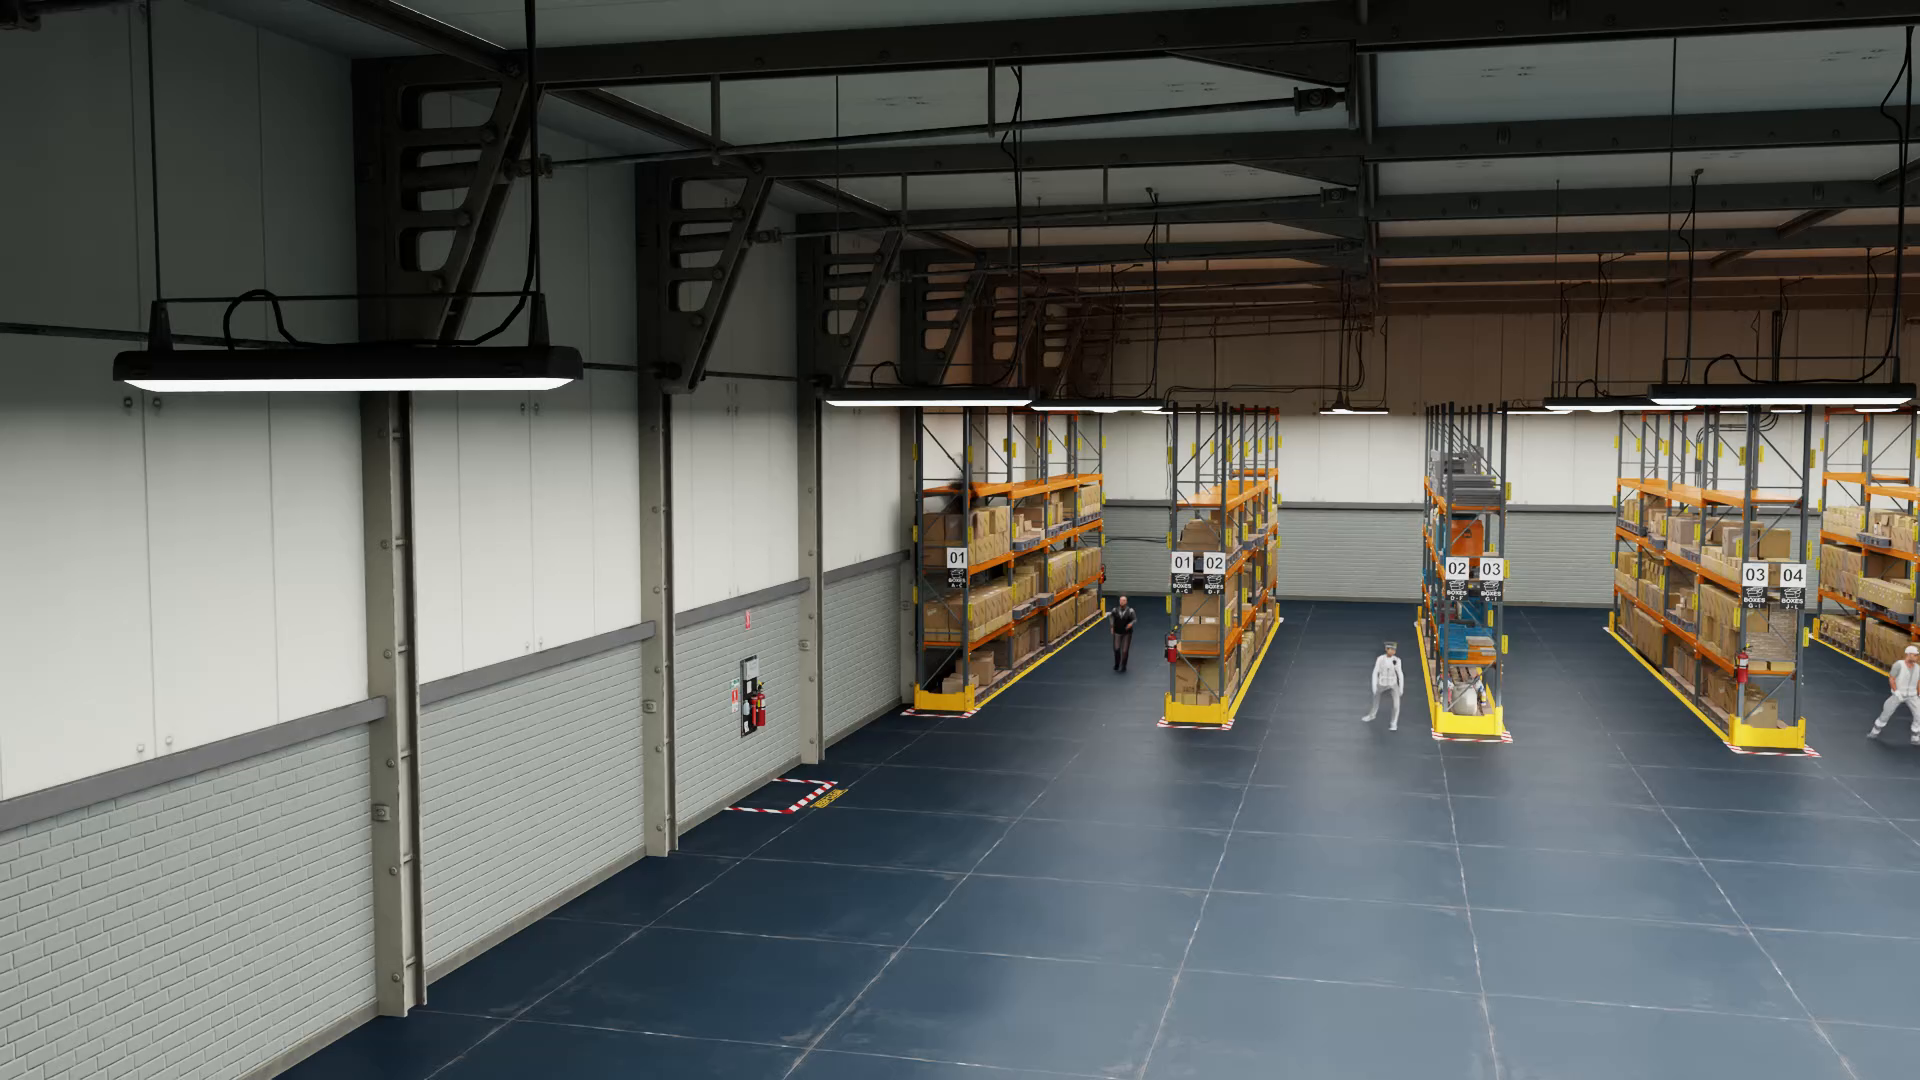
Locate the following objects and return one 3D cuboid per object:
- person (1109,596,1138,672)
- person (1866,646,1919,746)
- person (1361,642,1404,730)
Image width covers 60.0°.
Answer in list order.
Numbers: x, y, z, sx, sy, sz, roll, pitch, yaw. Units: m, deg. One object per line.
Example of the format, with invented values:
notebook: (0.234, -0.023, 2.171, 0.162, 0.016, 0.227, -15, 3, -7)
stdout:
person: (3.652, 2.120, 37.297, 0.657, 1.708, 0.670, 1, 4, 9)
person: (16.431, 2.711, 29.132, 0.836, 1.734, 0.761, 1, 4, 8)
person: (7.772, 2.646, 30.605, 0.770, 1.605, 0.688, 1, 4, 18)
